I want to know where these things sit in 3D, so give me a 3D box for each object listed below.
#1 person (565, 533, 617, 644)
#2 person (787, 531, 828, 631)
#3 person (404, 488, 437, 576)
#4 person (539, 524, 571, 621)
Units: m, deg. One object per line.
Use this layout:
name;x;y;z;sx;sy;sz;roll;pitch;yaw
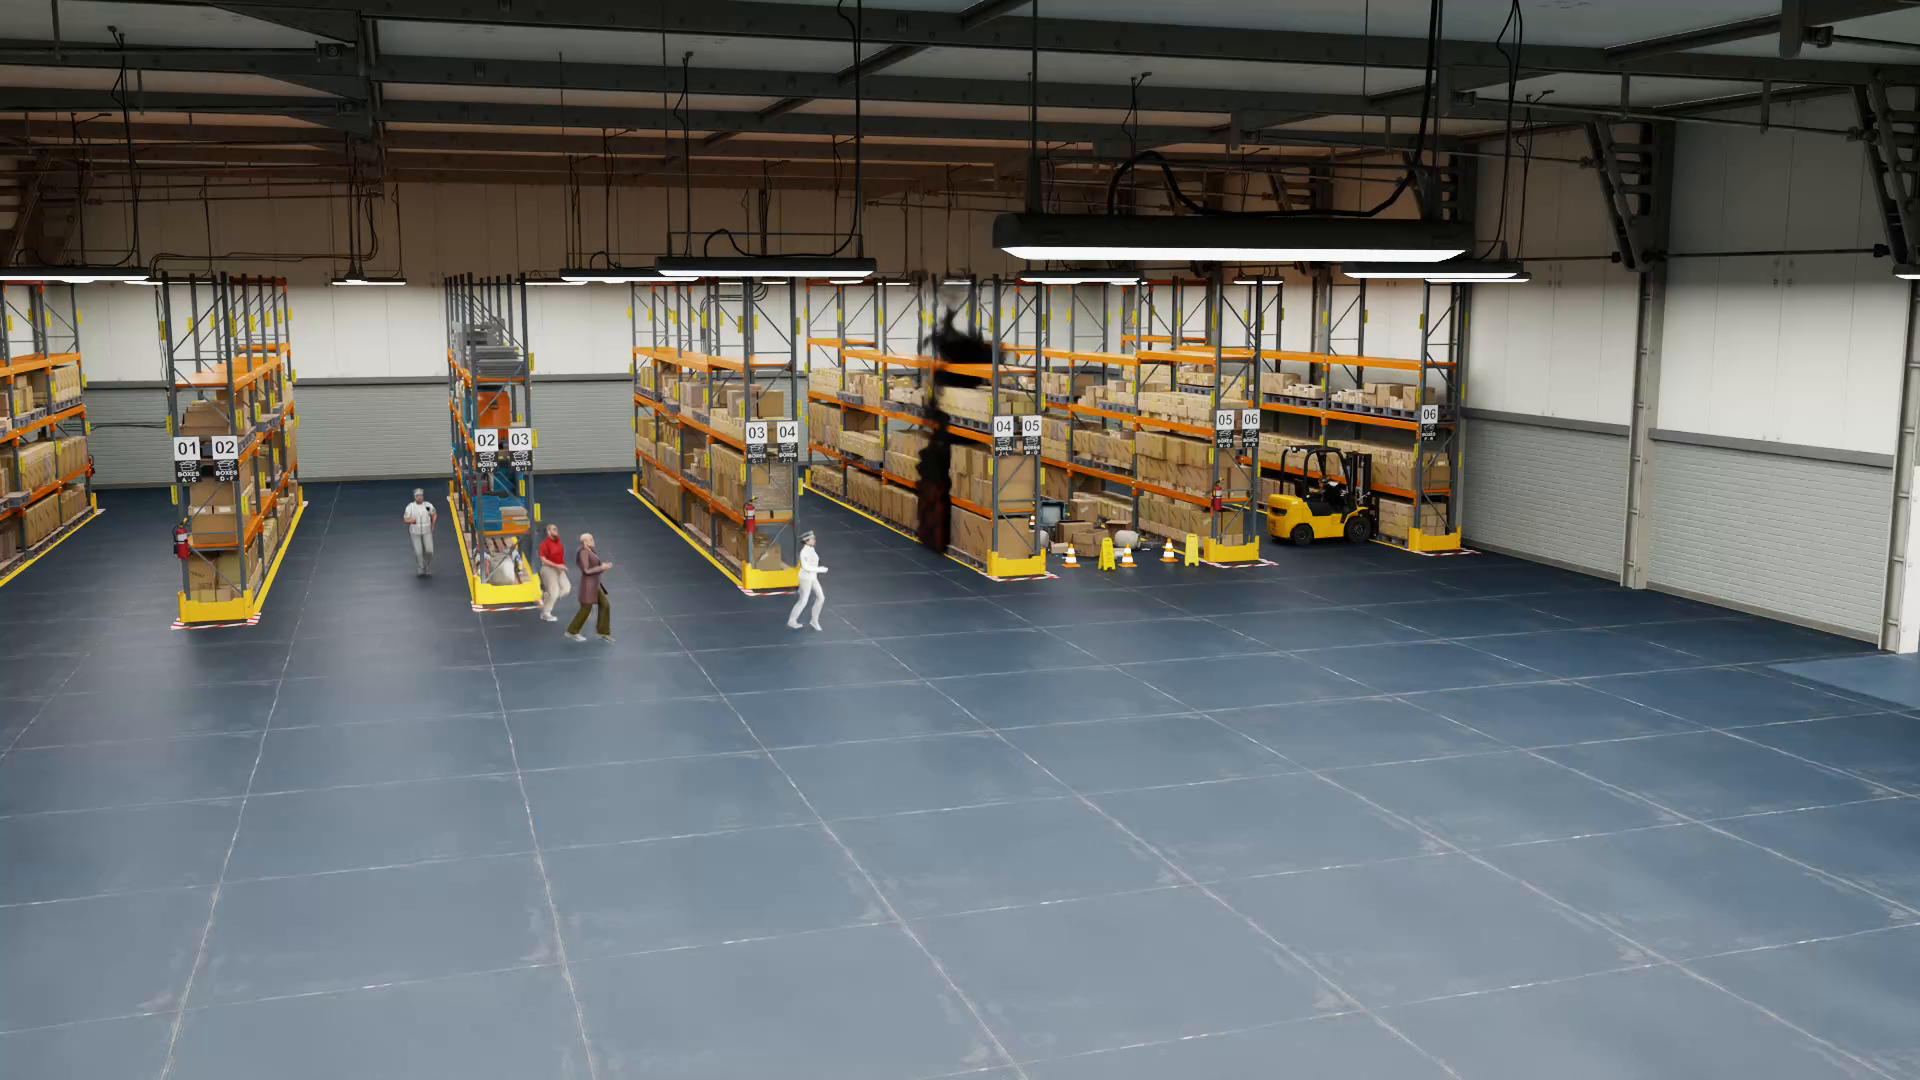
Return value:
person;-5.987;0.798;26.842;0.831;1.831;0.685;1;9;4
person;-2.548;0.709;27.932;0.721;1.764;0.632;2;9;13
person;-10.748;-0.138;33.215;0.645;1.789;0.651;-3;9;-22
person;-7.049;0.555;28.913;0.660;1.677;0.700;3;9;19
